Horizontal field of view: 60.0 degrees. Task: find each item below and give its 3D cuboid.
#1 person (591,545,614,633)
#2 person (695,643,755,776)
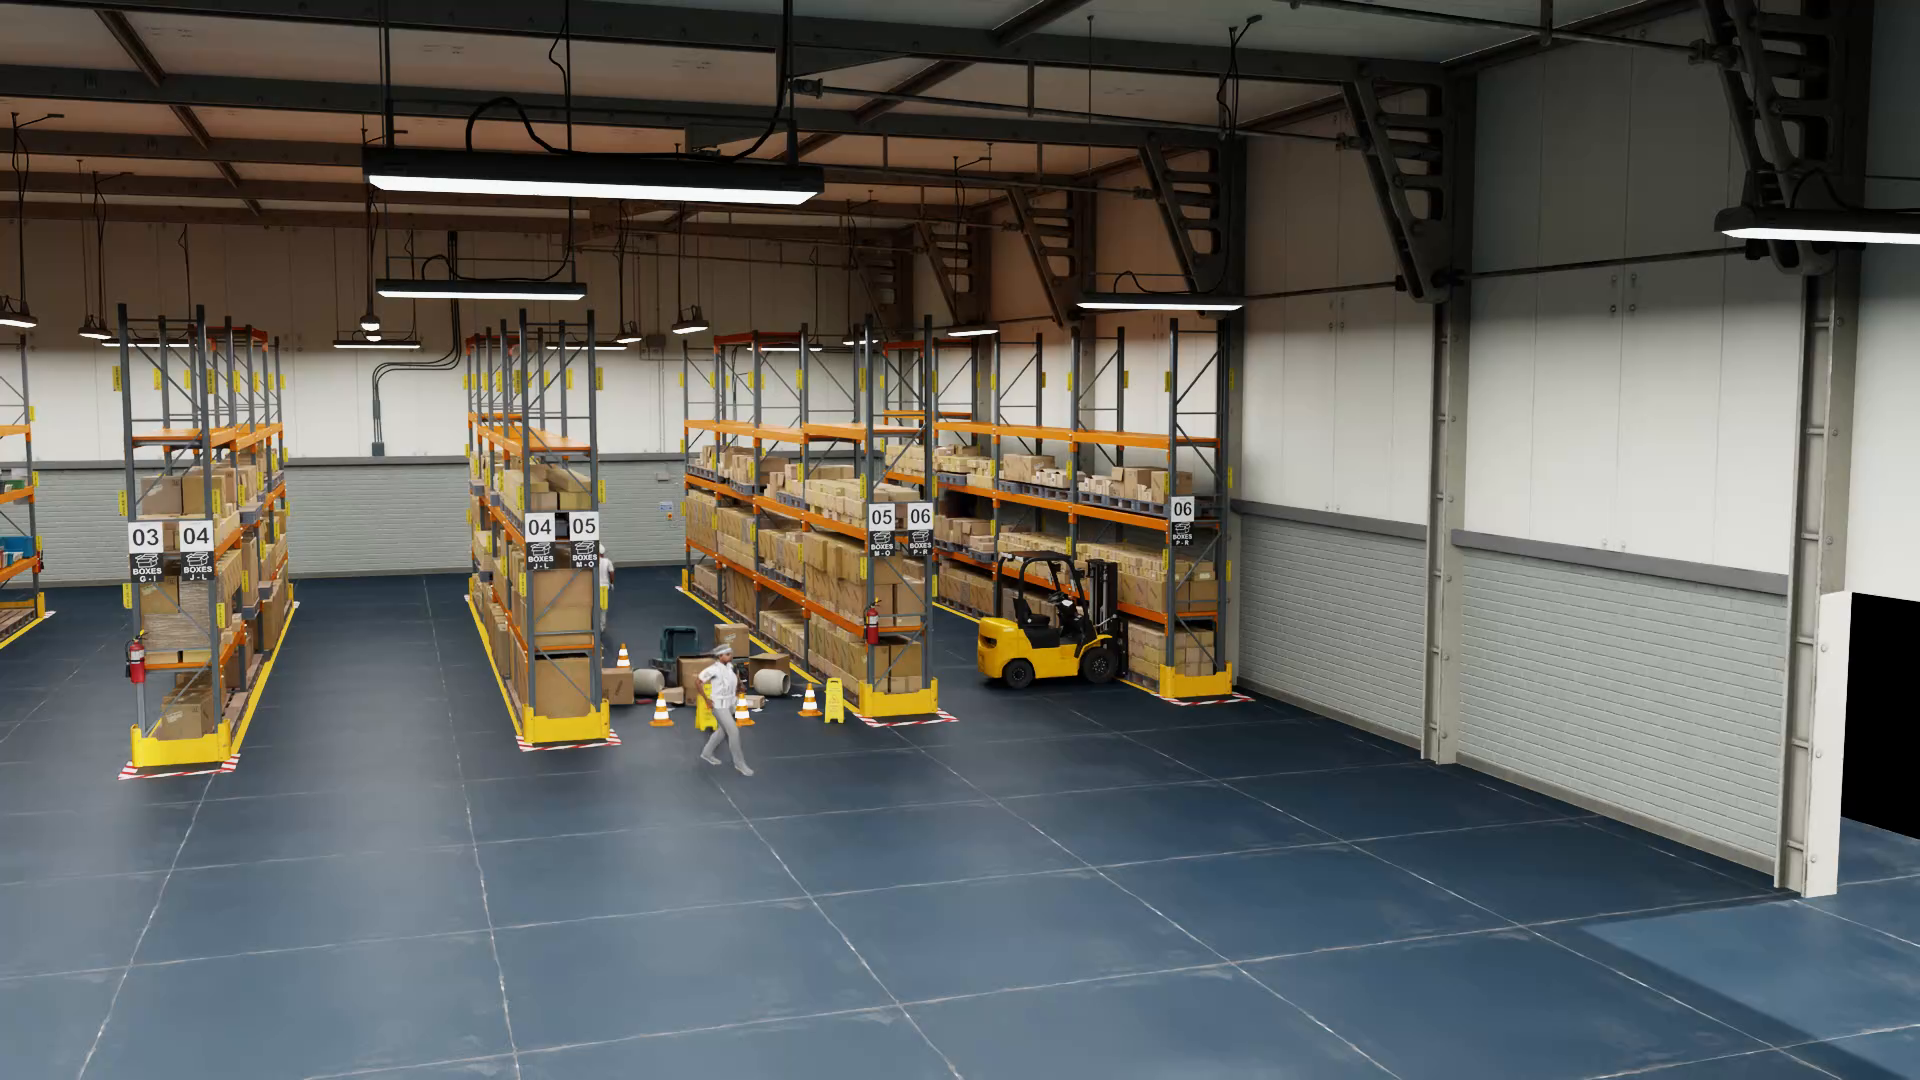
[{"bbox_3d":[-7.183,1.002,32.956,0.672,1.798,0.816,-1,6,-10],"label":"person"},{"bbox_3d":[-3.052,2.154,21.229,0.832,1.725,0.650,2,6,24],"label":"person"}]
